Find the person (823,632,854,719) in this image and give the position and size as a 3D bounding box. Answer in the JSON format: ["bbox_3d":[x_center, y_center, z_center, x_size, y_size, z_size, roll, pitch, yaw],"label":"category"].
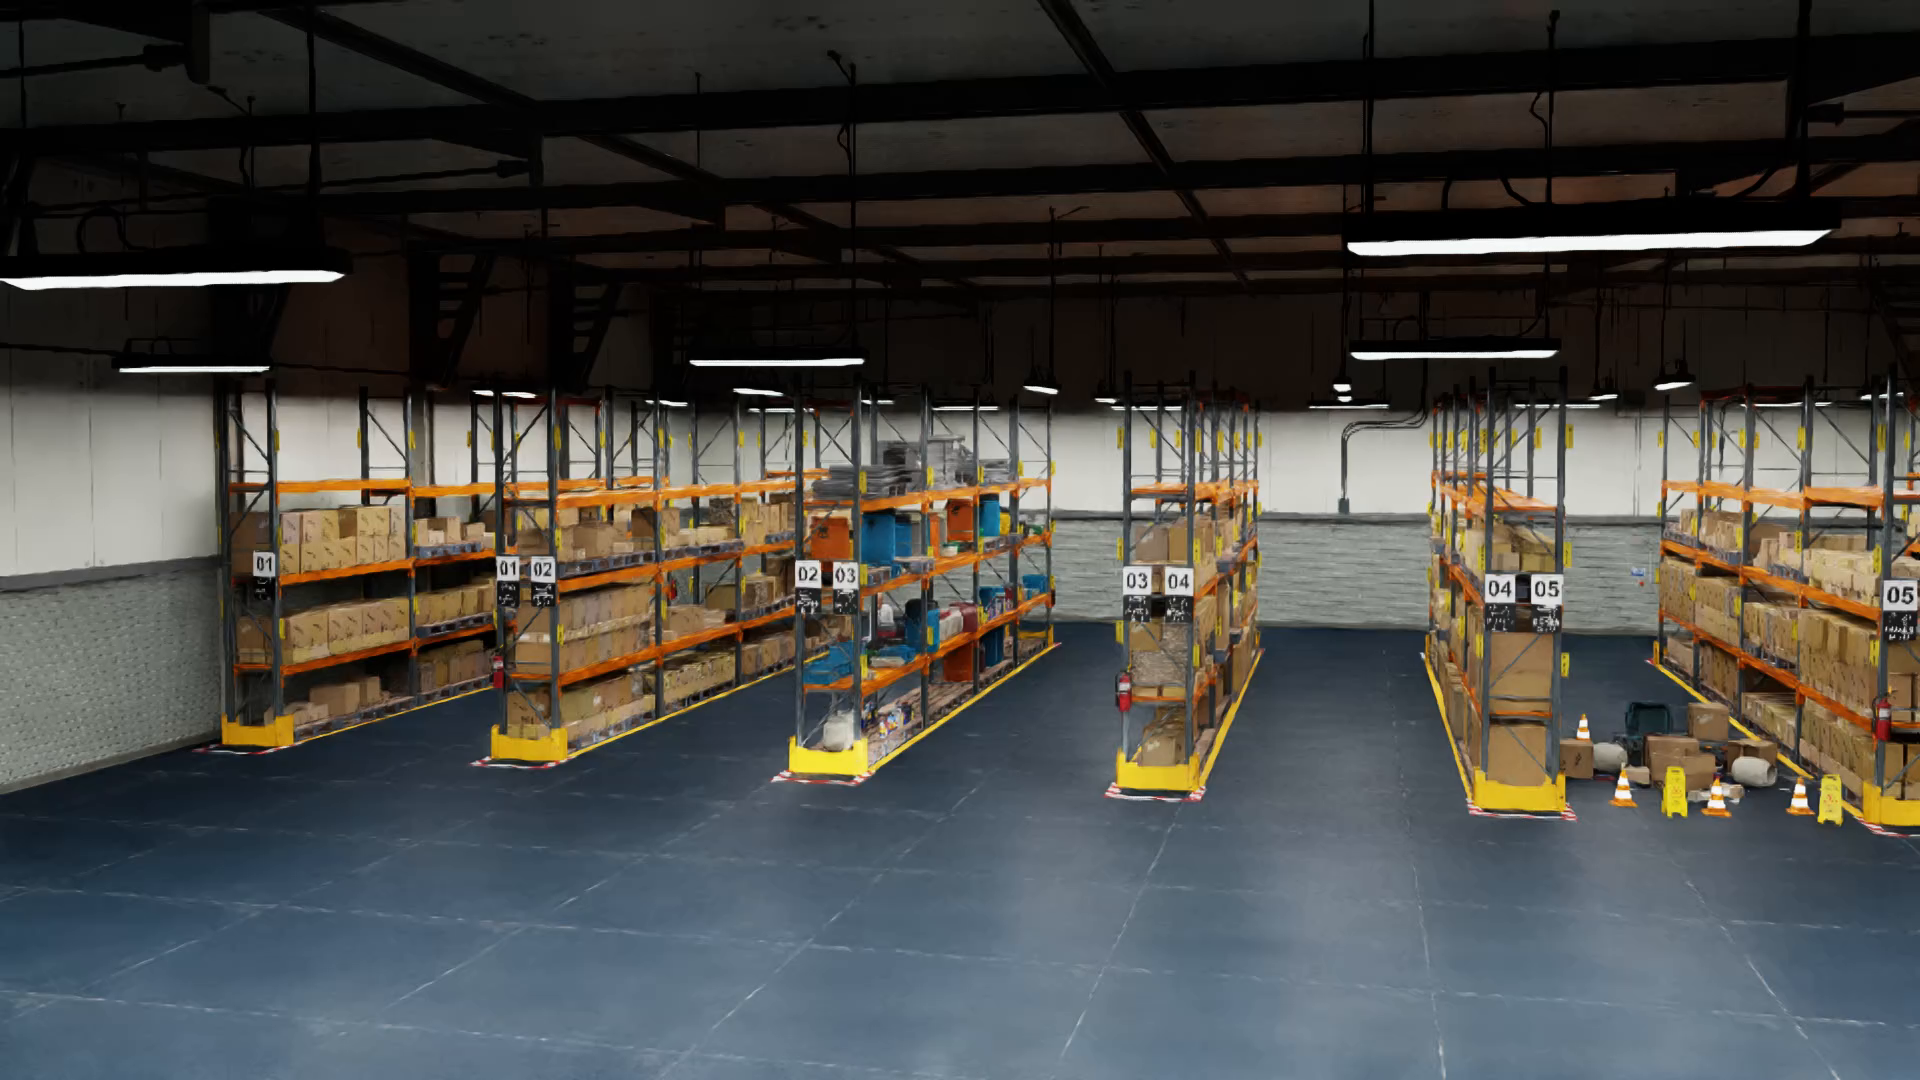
[{"bbox_3d":[-2.081,2.427,29.878,0.422,1.560,0.845,2,4,34],"label":"person"}]

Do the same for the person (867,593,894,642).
[{"bbox_3d":[-1.721,1.974,35.919,0.588,1.688,1.193,1,3,11],"label":"person"}]
